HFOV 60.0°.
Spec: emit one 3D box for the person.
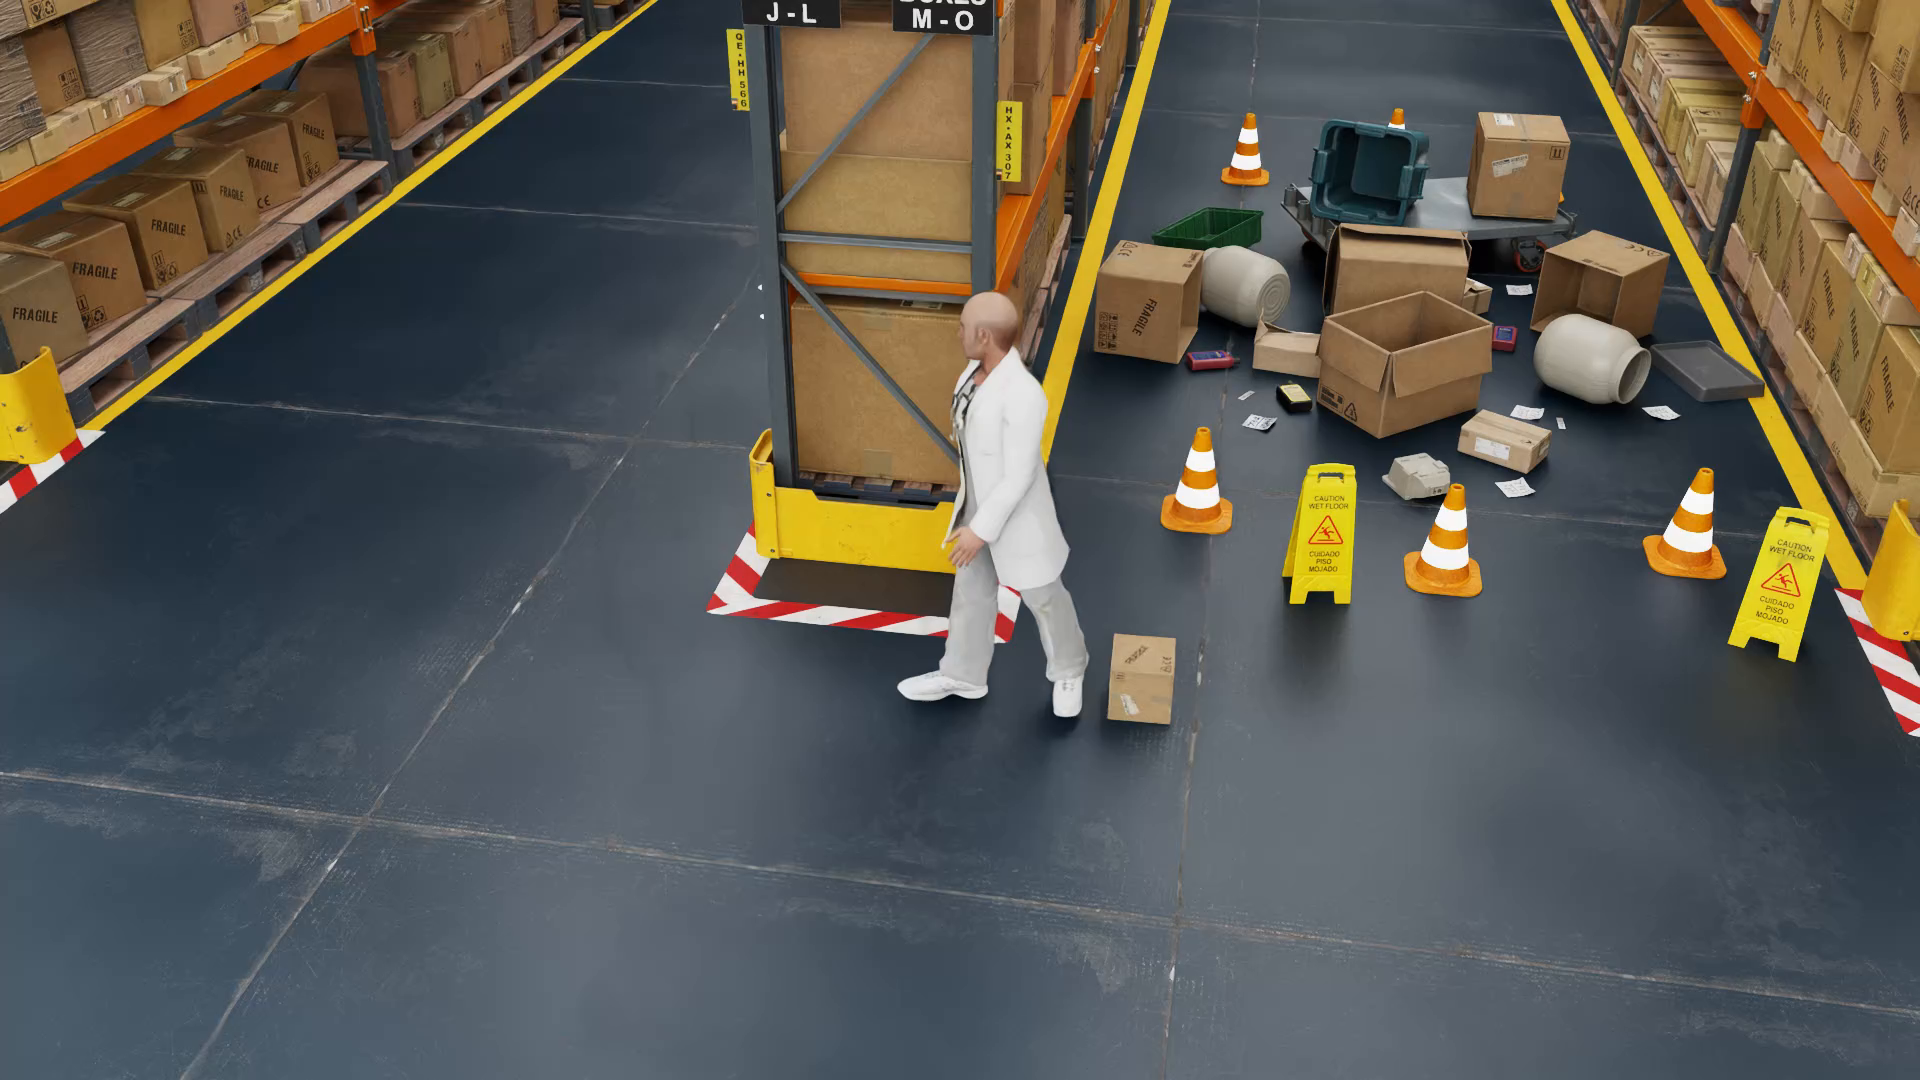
[{"bbox_3d":[0.158,-0.113,6.314,0.766,1.769,0.611,-14,35,-22],"label":"person"}]
